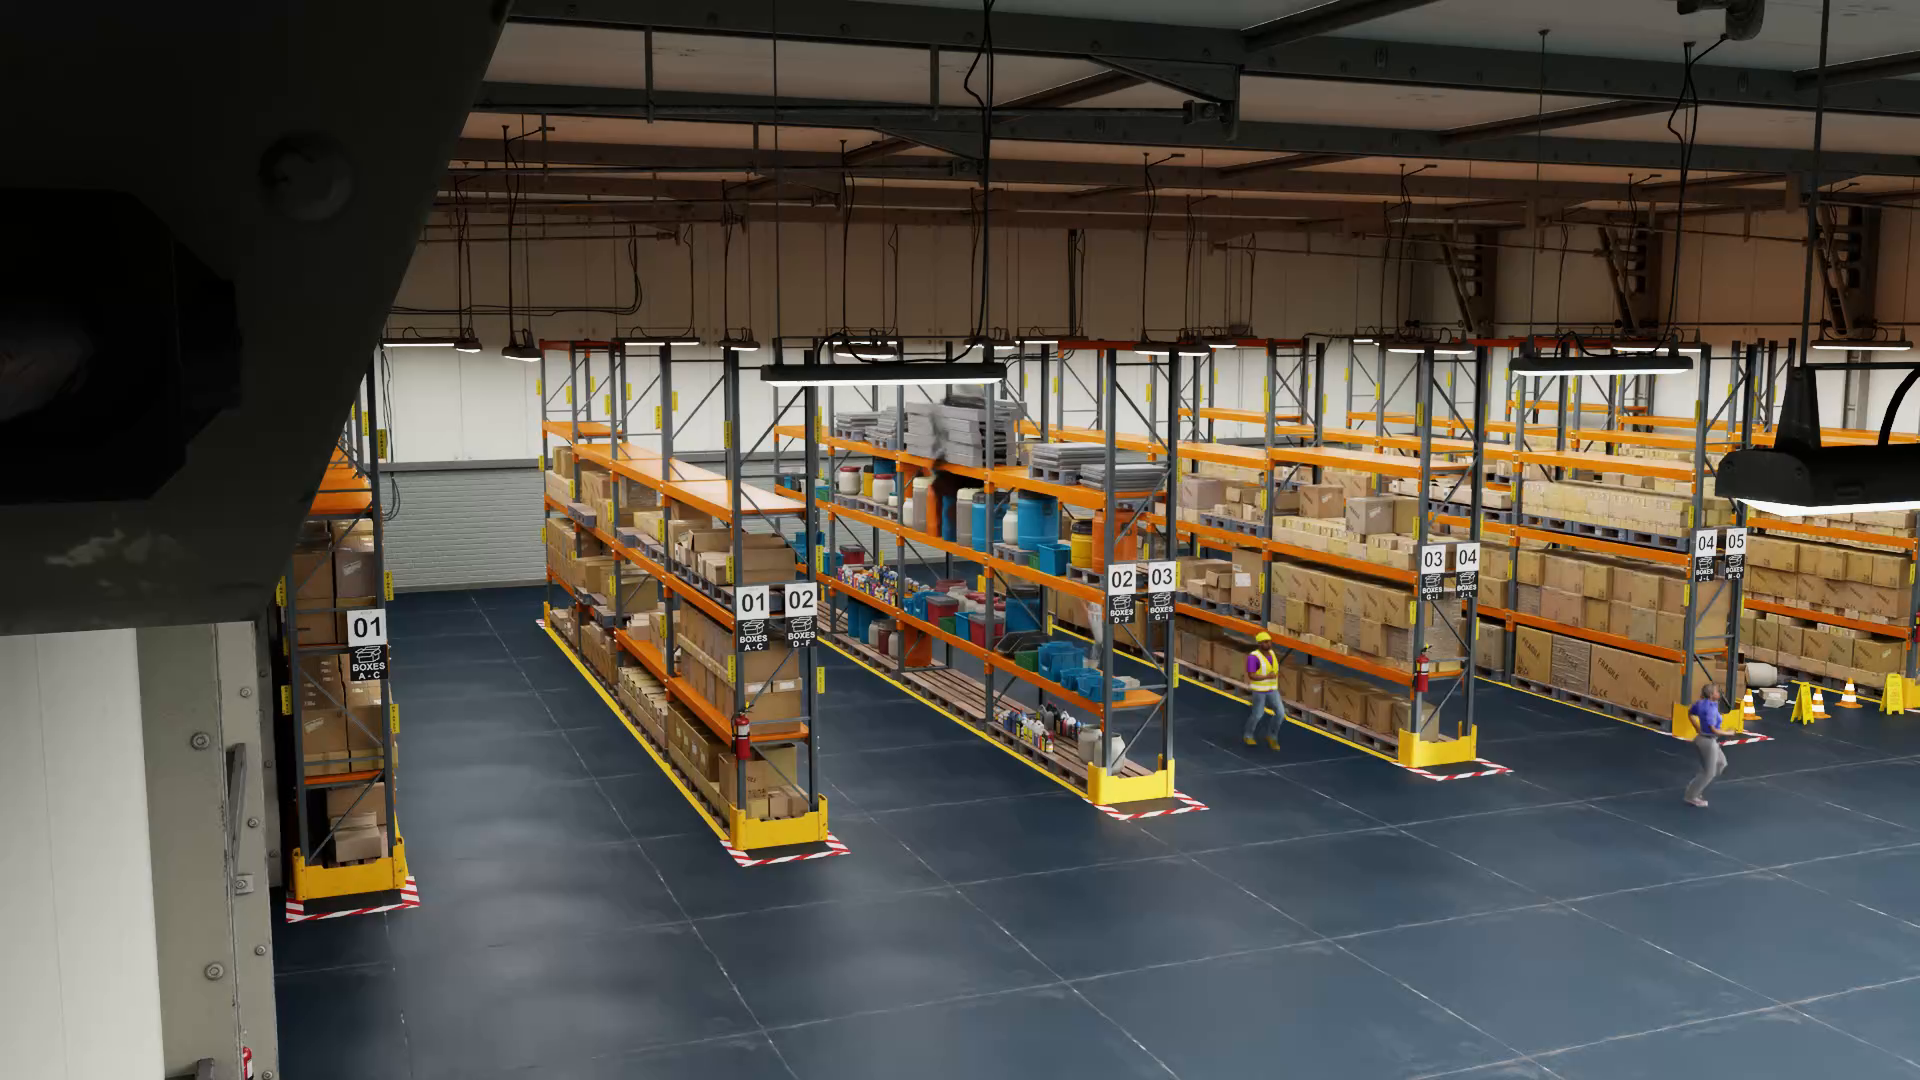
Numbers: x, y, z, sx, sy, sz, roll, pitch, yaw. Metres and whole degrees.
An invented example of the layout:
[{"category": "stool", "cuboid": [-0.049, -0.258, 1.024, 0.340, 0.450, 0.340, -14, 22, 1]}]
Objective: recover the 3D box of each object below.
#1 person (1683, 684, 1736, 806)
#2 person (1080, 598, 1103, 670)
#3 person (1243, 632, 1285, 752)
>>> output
[{"category": "person", "cuboid": [9.855, 2.684, 21.849, 0.577, 1.626, 0.630, 2, 8, 12]}, {"category": "person", "cuboid": [2.580, 1.510, 30.554, 0.614, 1.859, 0.777, -3, 8, -22]}, {"category": "person", "cuboid": [4.532, 2.262, 24.687, 0.684, 1.816, 0.731, -4, 9, -29]}]
